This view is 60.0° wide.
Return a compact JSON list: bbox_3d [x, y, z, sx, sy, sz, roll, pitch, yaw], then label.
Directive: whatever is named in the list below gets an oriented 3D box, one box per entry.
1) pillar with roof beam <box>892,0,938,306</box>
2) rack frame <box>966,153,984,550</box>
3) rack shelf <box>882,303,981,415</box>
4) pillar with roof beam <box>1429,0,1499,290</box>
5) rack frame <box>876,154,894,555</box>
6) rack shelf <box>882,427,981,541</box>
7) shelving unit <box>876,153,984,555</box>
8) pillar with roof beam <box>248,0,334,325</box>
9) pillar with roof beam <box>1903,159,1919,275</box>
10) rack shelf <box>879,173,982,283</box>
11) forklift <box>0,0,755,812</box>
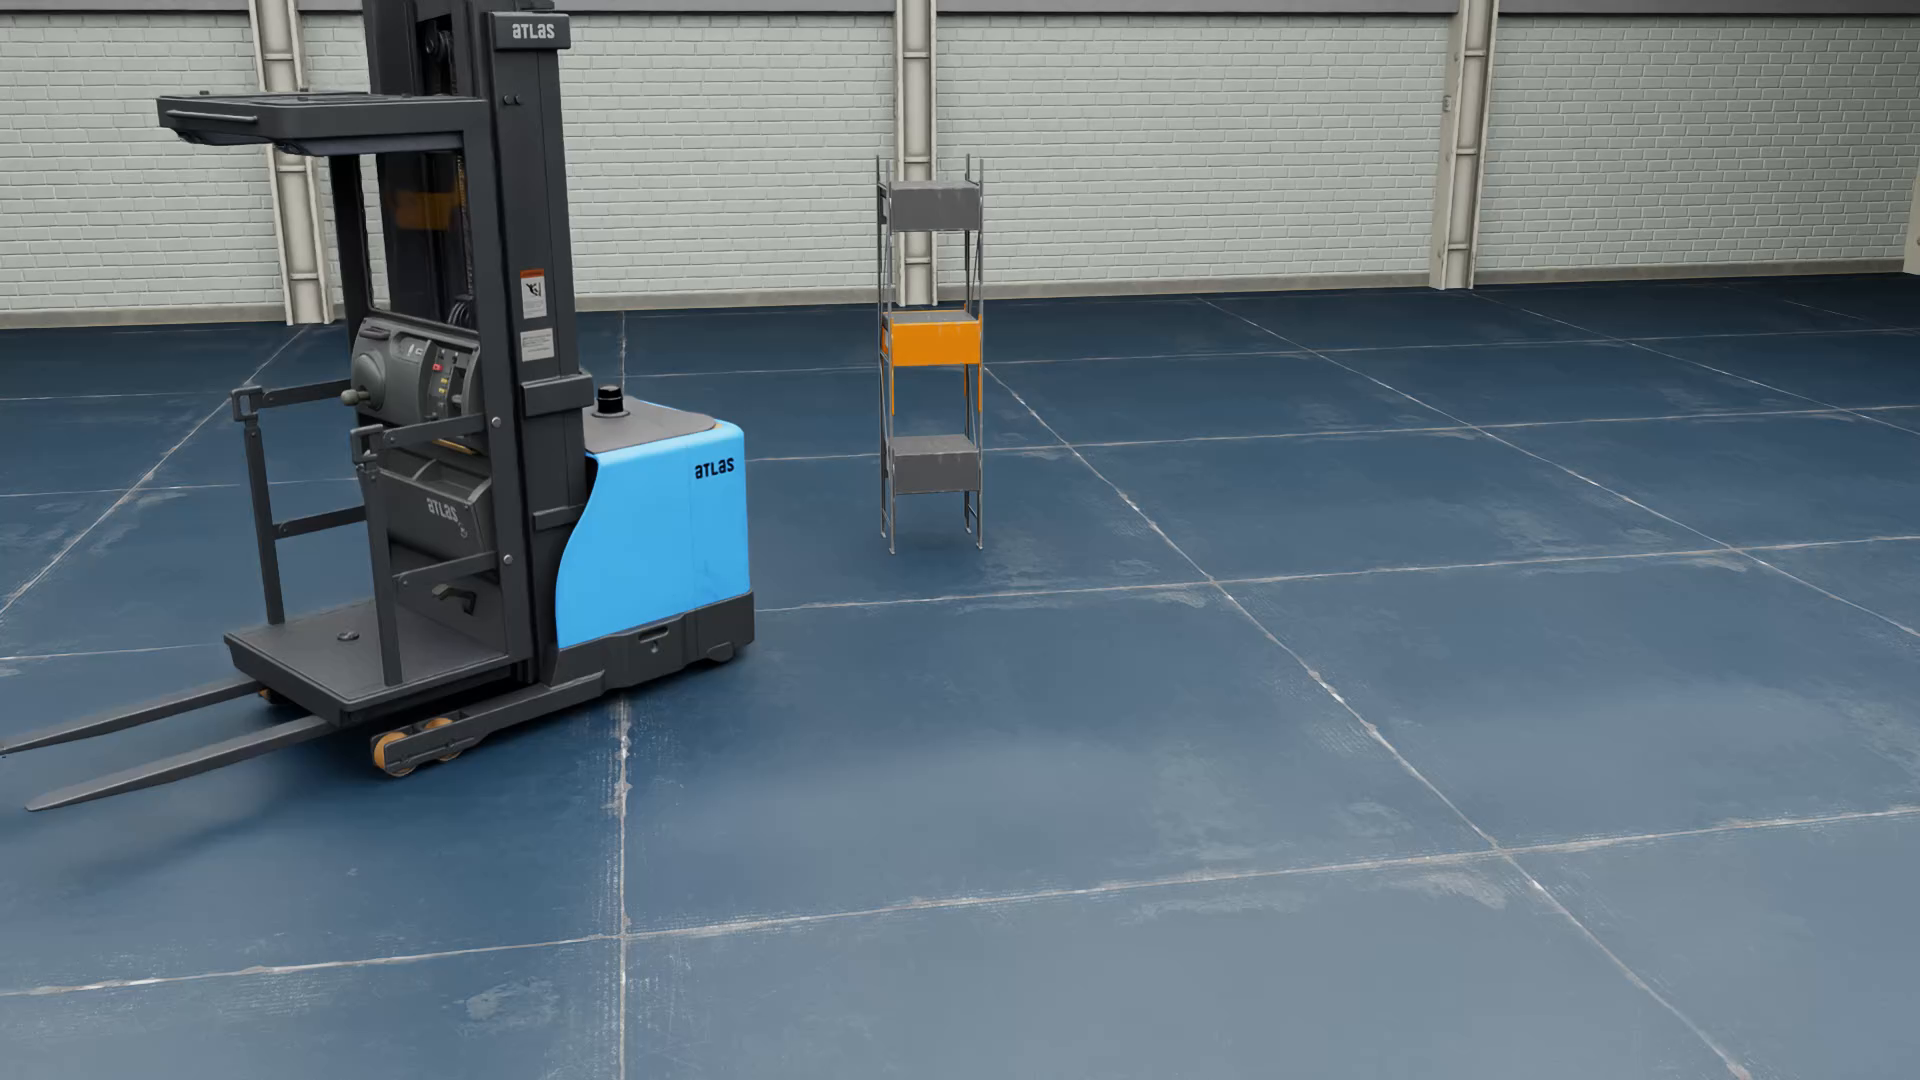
[{"bbox_3d":[0.362,-5.529,11.987,0.400,9.000,9.100,-3,17,-10],"label":"pillar with roof beam"},{"bbox_3d":[0.077,-1.008,9.018,0.015,2.100,0.400,-3,17,-10],"label":"rack frame"},{"bbox_3d":[-0.163,-0.981,8.978,0.480,0.518,0.431,-3,17,-10],"label":"rack shelf"},{"bbox_3d":[6.253,-5.863,13.075,0.400,9.000,9.100,-3,17,-10],"label":"pillar with roof beam"},{"bbox_3d":[-0.402,-0.981,8.929,0.015,2.100,0.400,-3,17,-10],"label":"rack frame"},{"bbox_3d":[-0.163,-0.312,9.183,0.480,0.518,0.431,-3,17,-10],"label":"rack shelf"},{"bbox_3d":[-0.163,-0.995,8.973,0.503,2.100,0.431,-3,17,-10],"label":"shelving unit"},{"bbox_3d":[-5.529,-5.195,10.899,0.400,9.000,9.100,-3,17,-10],"label":"pillar with roof beam"},{"bbox_3d":[12.144,-6.197,14.163,0.400,9.000,9.100,-3,17,-10],"label":"pillar with roof beam"},{"bbox_3d":[-0.163,-1.651,8.772,0.480,0.518,0.431,-3,17,-10],"label":"rack shelf"},{"bbox_3d":[-2.319,-0.665,6.486,1.130,2.935,3.031,16,23,41],"label":"forklift"}]
